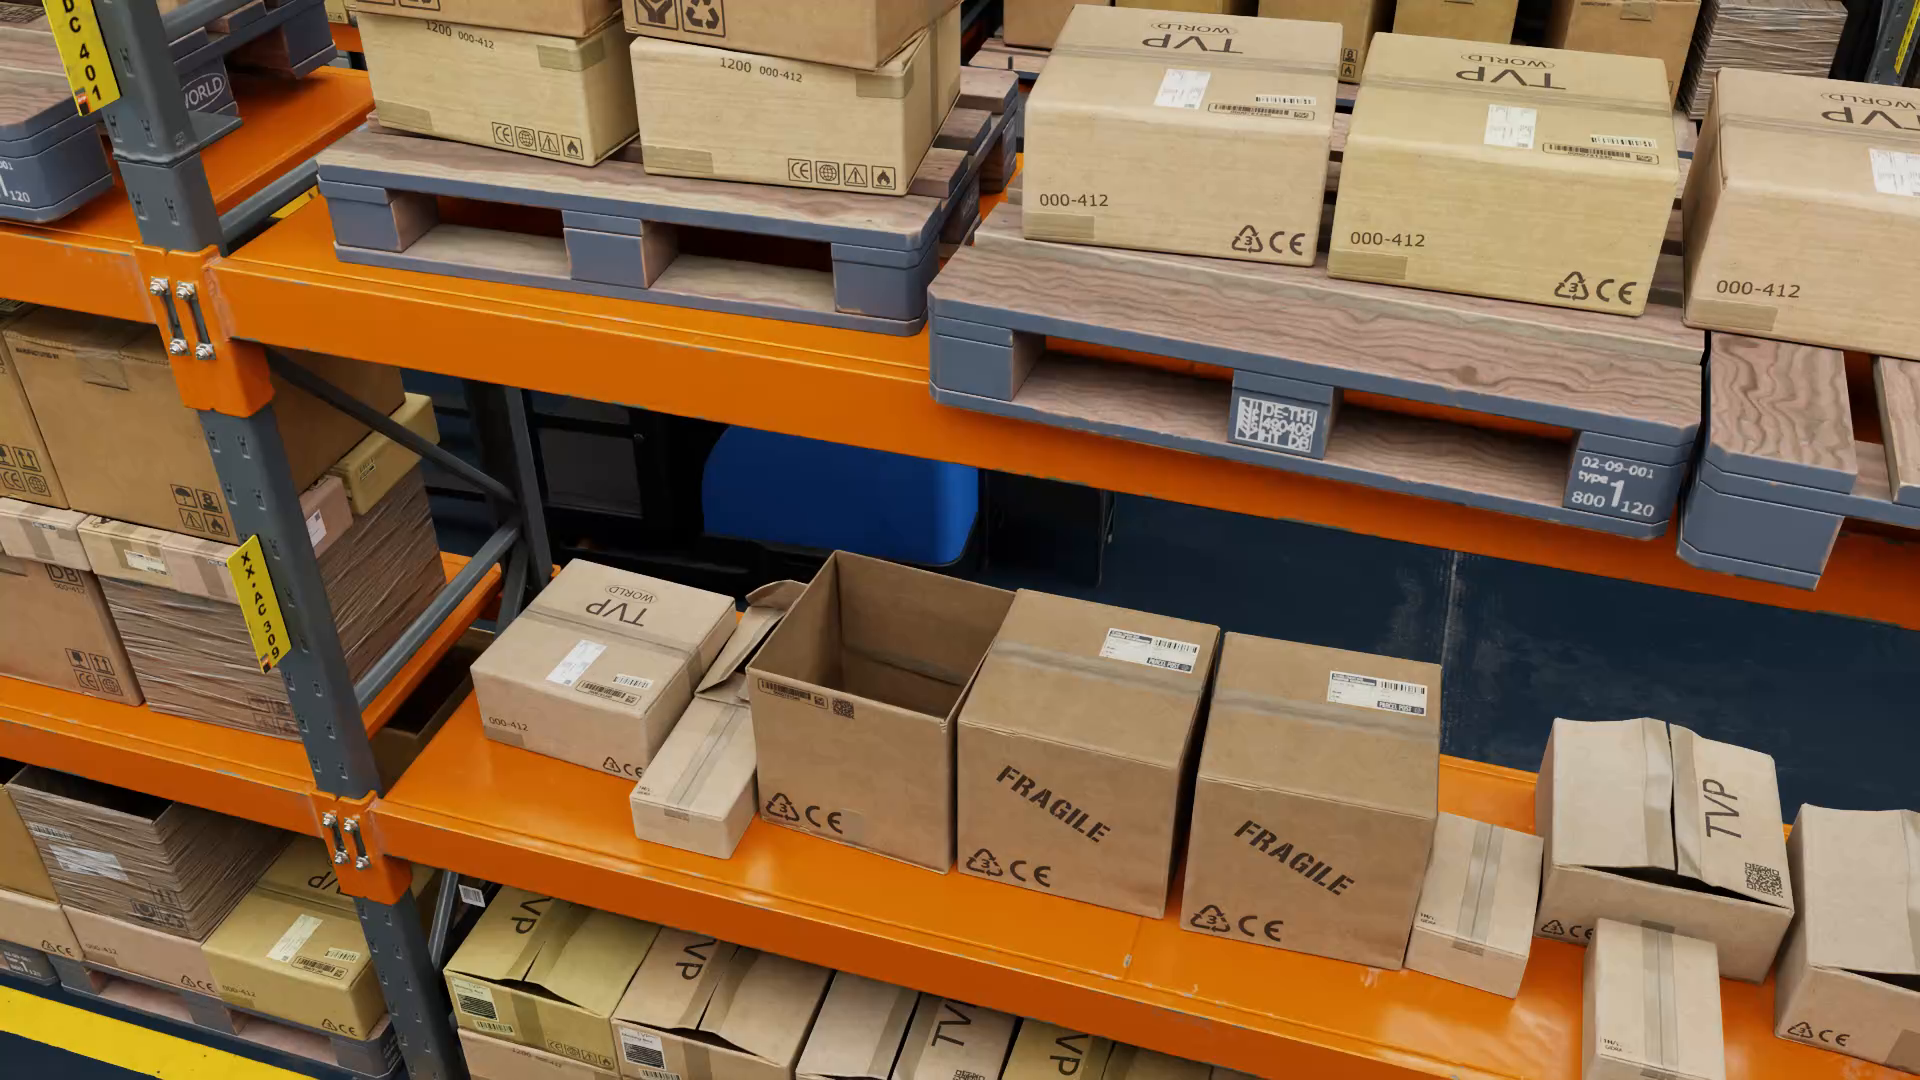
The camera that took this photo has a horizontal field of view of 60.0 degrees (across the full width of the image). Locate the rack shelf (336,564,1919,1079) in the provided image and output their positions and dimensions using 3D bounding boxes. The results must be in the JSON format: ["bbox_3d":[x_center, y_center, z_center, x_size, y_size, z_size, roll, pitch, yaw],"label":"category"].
[{"bbox_3d":[0.505,0.856,4.163,4.000,0.370,1.077,10,38,14],"label":"rack shelf"}]

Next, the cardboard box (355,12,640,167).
[{"bbox_3d":[-0.818,-0.990,3.306,0.500,0.250,0.500,14,39,19],"label":"cardboard box"}]

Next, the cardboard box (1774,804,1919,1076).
[{"bbox_3d":[2.080,0.867,3.617,0.500,0.311,0.500,13,38,17],"label":"cardboard box"}]

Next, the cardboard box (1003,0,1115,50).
[{"bbox_3d":[0.545,-2.699,7.931,0.500,0.500,0.700,11,38,14],"label":"cardboard box"}]

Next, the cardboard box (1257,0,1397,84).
[{"bbox_3d":[1.715,-2.497,7.657,0.500,0.500,0.700,16,39,20],"label":"cardboard box"}]

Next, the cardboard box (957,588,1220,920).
[{"bbox_3d":[0.305,0.499,3.957,0.500,0.500,0.500,11,38,14],"label":"cardboard box"}]

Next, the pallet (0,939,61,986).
[{"bbox_3d":[-3.319,0.957,5.771,1.213,0.211,1.003,10,38,14],"label":"pallet"}]

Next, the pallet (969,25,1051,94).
[{"bbox_3d":[0.756,-2.296,8.001,1.213,0.211,1.003,10,38,14],"label":"pallet"}]

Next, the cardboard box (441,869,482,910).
[{"bbox_3d":[-1.756,0.898,5.465,0.500,0.250,0.500,10,38,14],"label":"cardboard box"}]

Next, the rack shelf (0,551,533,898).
[{"bbox_3d":[-3.313,0.149,5.124,4.000,0.370,1.077,10,38,14],"label":"rack shelf"}]

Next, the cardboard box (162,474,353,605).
[{"bbox_3d":[-1.727,-0.015,4.109,0.250,0.149,0.380,10,38,14],"label":"cardboard box"}]

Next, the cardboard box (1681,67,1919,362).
[{"bbox_3d":[1.459,-0.528,2.678,0.500,0.250,0.500,11,38,15],"label":"cardboard box"}]

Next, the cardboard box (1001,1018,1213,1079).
[{"bbox_3d":[0.384,1.410,4.296,0.500,0.311,0.500,12,38,15],"label":"cardboard box"}]

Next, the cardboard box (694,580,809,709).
[{"bbox_3d":[-0.510,0.319,4.400,0.258,0.266,0.396,10,37,13],"label":"cardboard box"}]

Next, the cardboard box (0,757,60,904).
[{"bbox_3d":[-2.864,0.710,5.088,0.500,0.500,0.500,10,38,14],"label":"cardboard box"}]

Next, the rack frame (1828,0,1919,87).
[{"bbox_3d":[3.888,-1.884,7.279,0.127,3.000,1.000,10,38,14],"label":"rack frame"}]

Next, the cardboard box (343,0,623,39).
[{"bbox_3d":[-0.827,-1.275,3.060,0.500,0.500,0.500,11,38,14],"label":"cardboard box"}]

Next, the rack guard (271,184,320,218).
[{"bbox_3d":[-3.676,-2.277,9.923,0.348,0.500,1.175,10,38,14],"label":"rack guard"}]

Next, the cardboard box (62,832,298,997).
[{"bbox_3d":[-2.386,1.099,5.192,0.500,0.250,0.500,10,38,14],"label":"cardboard box"}]

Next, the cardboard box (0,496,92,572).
[{"bbox_3d":[-2.213,-0.105,4.231,0.250,0.149,0.380,9,37,13],"label":"cardboard box"}]

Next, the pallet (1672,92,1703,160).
[{"bbox_3d":[3.176,-1.872,7.425,1.003,0.211,1.213,10,38,14],"label":"pallet"}]

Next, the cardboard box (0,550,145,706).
[{"bbox_3d":[-2.335,0.008,4.624,0.500,0.500,0.700,10,38,13],"label":"cardboard box"}]

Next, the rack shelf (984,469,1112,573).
[{"bbox_3d":[0.383,-0.220,6.982,0.480,0.518,0.431,8,37,10],"label":"rack shelf"}]

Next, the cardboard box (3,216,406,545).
[{"bbox_3d":[-1.829,-0.425,4.118,0.500,0.500,0.700,11,38,14],"label":"cardboard box"}]

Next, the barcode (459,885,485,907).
[{"bbox_3d":[-1.284,0.936,4.375,0.075,0.075,0.001,10,38,14],"label":"barcode"}]

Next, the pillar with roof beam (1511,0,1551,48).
[{"bbox_3d":[1.621,-2.583,3.168,0.400,9.000,9.100,10,38,14],"label":"pillar with roof beam"}]

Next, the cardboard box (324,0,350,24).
[{"bbox_3d":[-3.377,-2.979,8.877,0.500,0.250,0.500,9,37,13],"label":"cardboard box"}]

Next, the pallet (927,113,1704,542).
[{"bbox_3d":[0.672,-0.477,2.997,1.213,0.211,1.003,12,38,16],"label":"pallet"}]

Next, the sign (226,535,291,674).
[{"bbox_3d":[-1.568,0.147,3.723,0.005,0.325,0.100,10,38,14],"label":"sign"}]

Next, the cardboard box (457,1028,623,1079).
[{"bbox_3d":[-1.093,1.363,4.834,0.500,0.250,0.500,10,37,13],"label":"cardboard box"}]

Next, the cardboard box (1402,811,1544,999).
[{"bbox_3d":[1.180,0.828,3.807,0.250,0.149,0.380,13,38,17],"label":"cardboard box"}]

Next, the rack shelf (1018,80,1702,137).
[{"bbox_3d":[1.979,-1.947,7.972,4.000,0.370,1.077,10,38,14],"label":"rack shelf"}]

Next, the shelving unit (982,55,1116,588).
[{"bbox_3d":[0.383,-0.795,6.559,0.503,2.100,0.431,8,37,10],"label":"shelving unit"}]

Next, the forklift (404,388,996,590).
[{"bbox_3d":[-1.364,-1.318,6.568,3.031,2.935,1.130,8,37,10],"label":"forklift"}]

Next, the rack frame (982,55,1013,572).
[{"bbox_3d":[0.145,-0.827,6.603,0.015,2.100,0.400,8,37,10],"label":"rack frame"}]

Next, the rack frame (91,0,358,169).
[{"bbox_3d":[-1.404,-2.203,2.652,0.127,3.000,1.000,10,38,14],"label":"rack frame"}]

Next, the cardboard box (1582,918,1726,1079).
[{"bbox_3d":[1.473,1.018,3.548,0.250,0.149,0.380,10,38,14],"label":"cardboard box"}]

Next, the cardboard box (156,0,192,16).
[{"bbox_3d":[-1.806,-1.499,3.669,0.500,0.500,0.500,14,38,18],"label":"cardboard box"}]

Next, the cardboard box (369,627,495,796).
[{"bbox_3d":[-1.753,0.590,5.251,0.500,0.500,0.500,10,38,14],"label":"cardboard box"}]

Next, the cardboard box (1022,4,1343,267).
[{"bbox_3d":[0.403,-0.731,2.955,0.500,0.250,0.500,7,37,10],"label":"cardboard box"}]

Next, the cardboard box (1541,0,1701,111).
[{"bbox_3d":[2.895,-2.262,7.337,0.500,0.500,0.700,7,37,10],"label":"cardboard box"}]

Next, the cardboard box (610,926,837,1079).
[{"bbox_3d":[-0.607,1.231,4.540,0.500,0.311,0.500,10,38,13],"label":"cardboard box"}]
